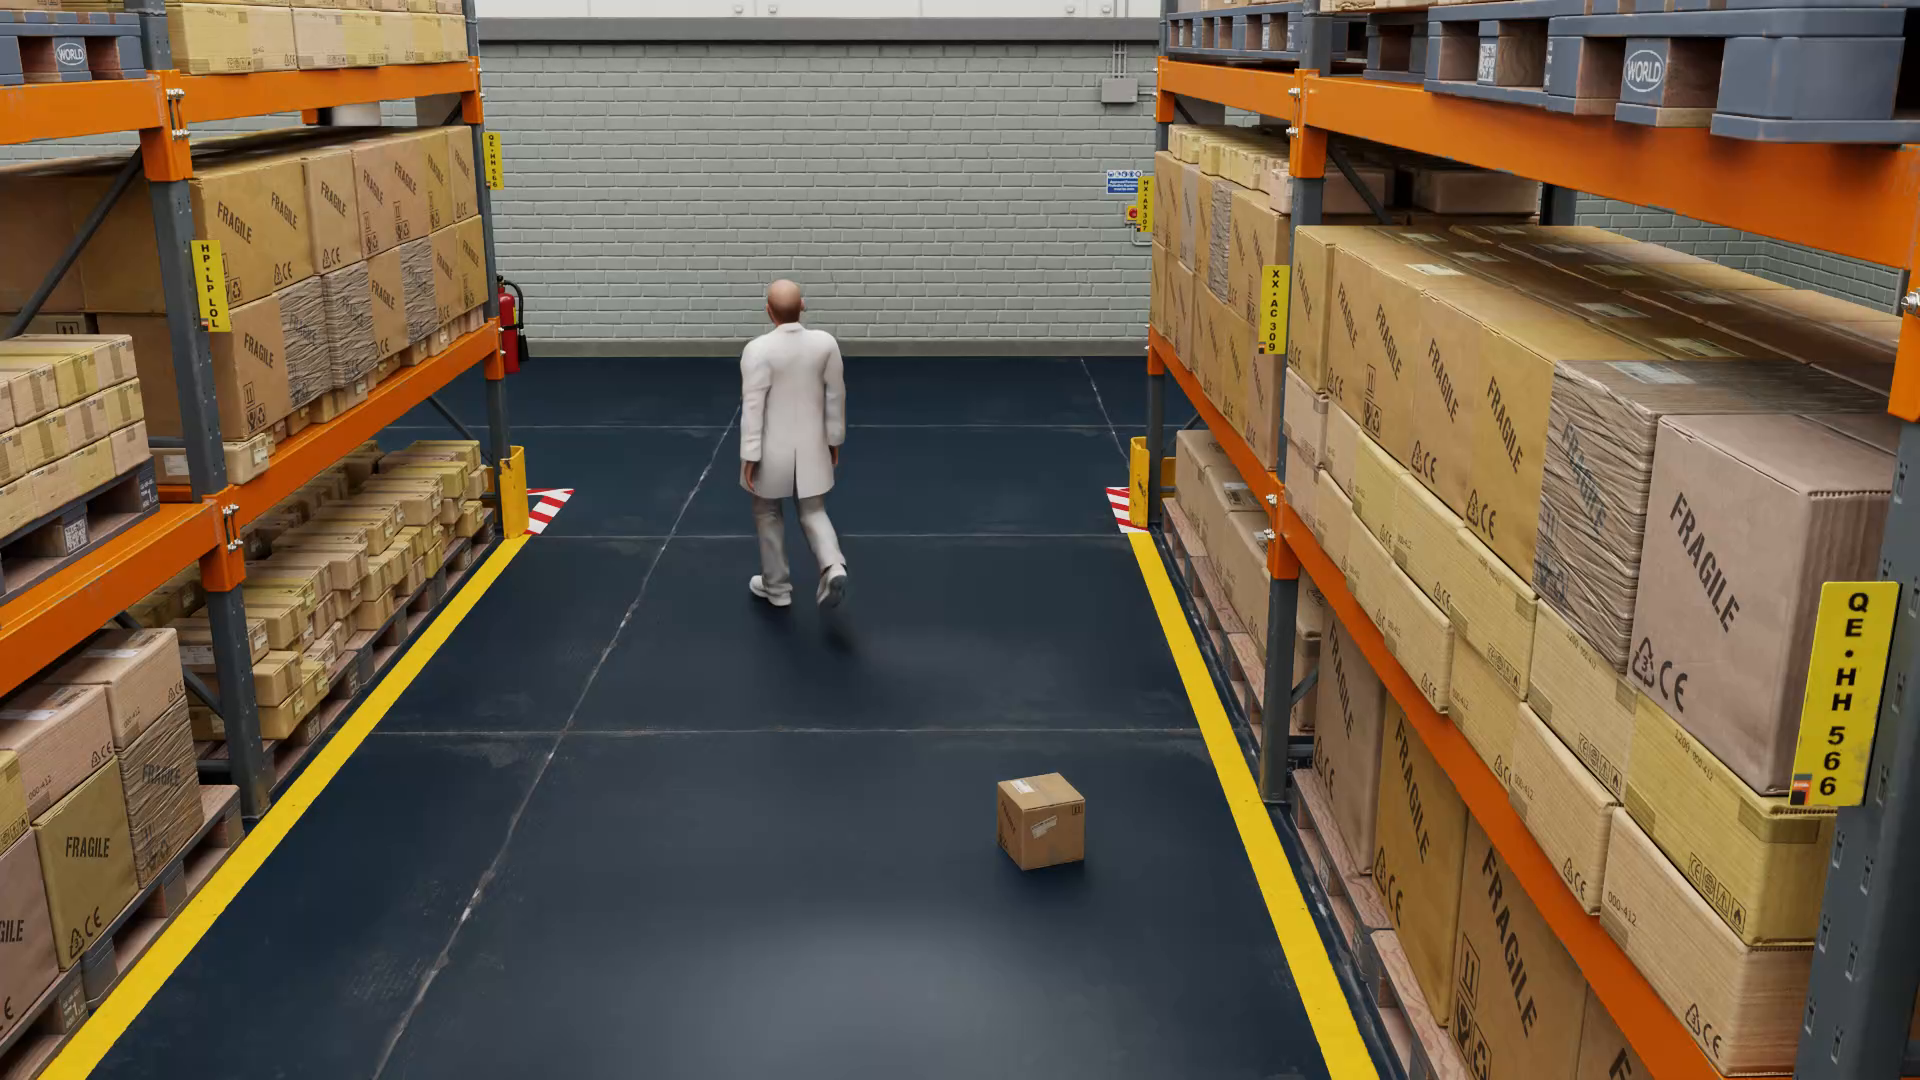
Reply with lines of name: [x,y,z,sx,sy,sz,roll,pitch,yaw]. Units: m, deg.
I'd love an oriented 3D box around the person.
person: [-0.854,-0.424,8.587,0.590,1.655,0.890,-8,19,-25]
